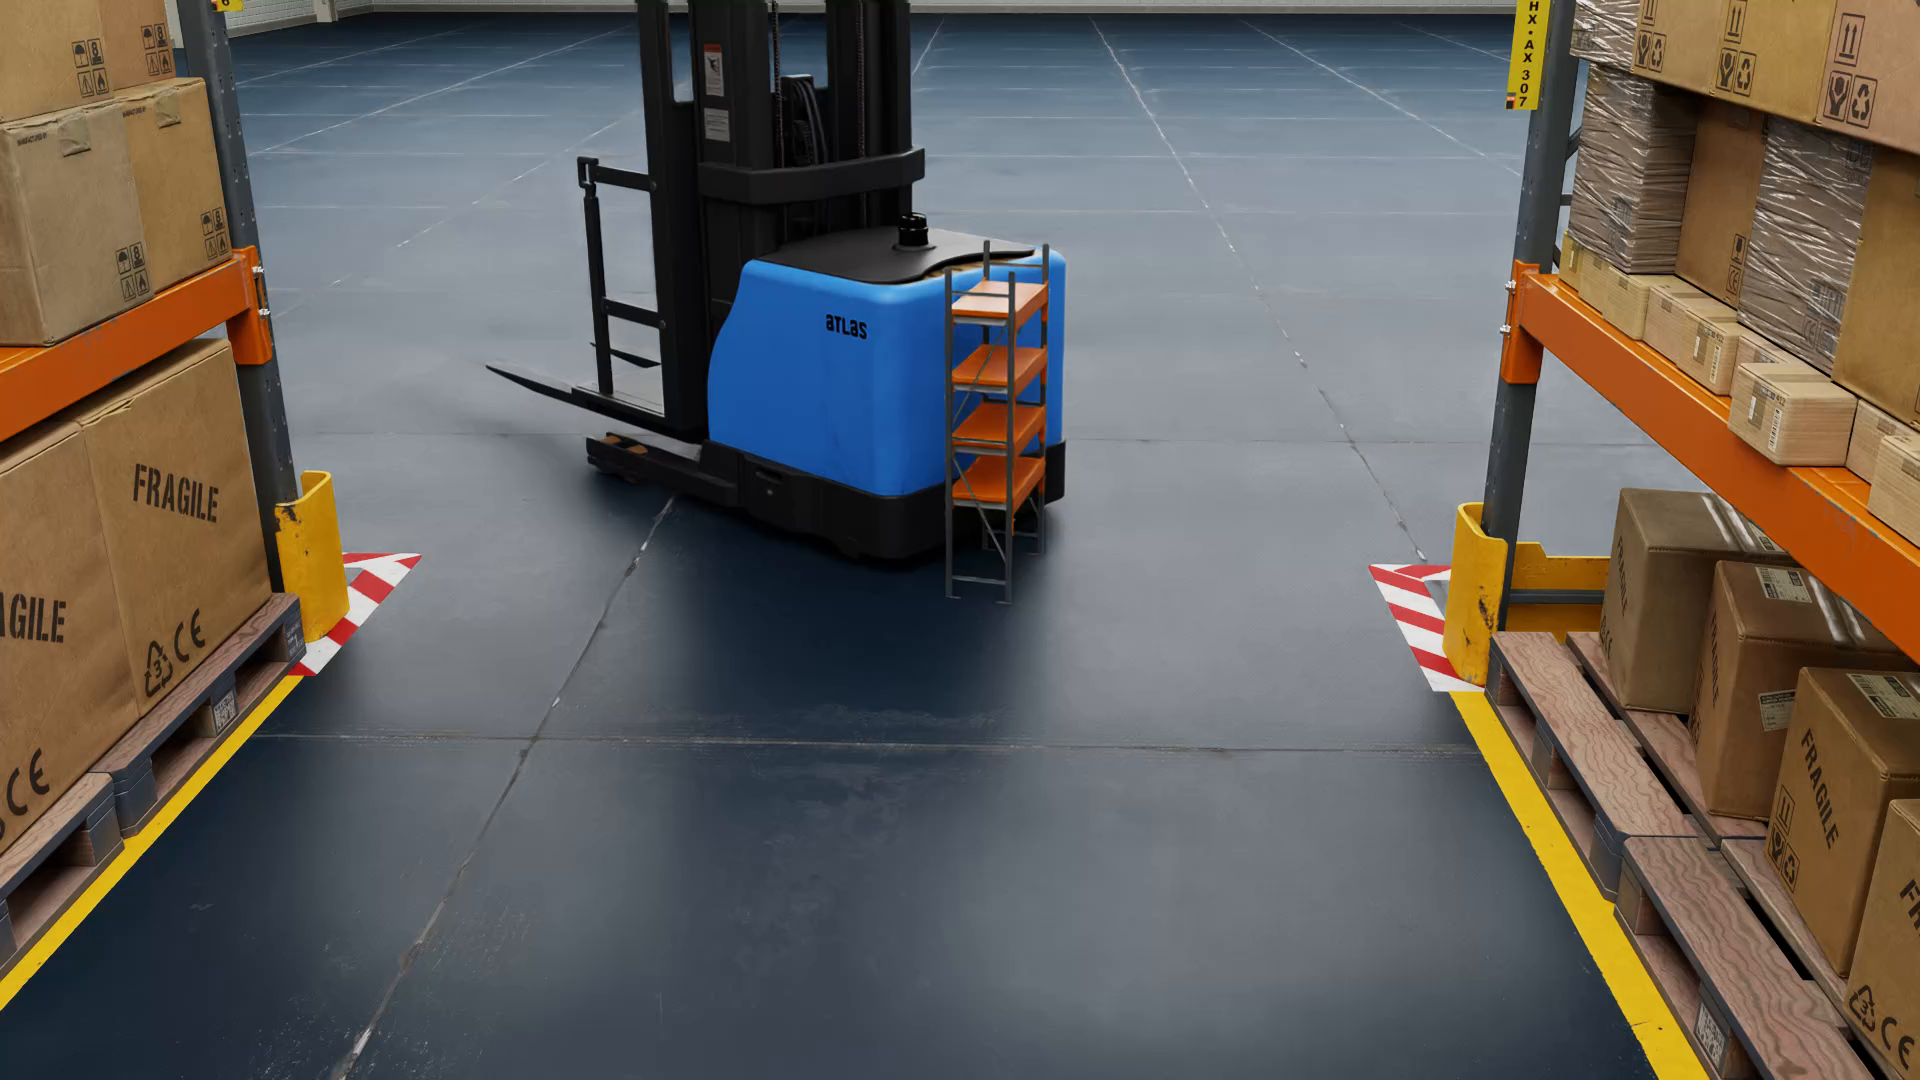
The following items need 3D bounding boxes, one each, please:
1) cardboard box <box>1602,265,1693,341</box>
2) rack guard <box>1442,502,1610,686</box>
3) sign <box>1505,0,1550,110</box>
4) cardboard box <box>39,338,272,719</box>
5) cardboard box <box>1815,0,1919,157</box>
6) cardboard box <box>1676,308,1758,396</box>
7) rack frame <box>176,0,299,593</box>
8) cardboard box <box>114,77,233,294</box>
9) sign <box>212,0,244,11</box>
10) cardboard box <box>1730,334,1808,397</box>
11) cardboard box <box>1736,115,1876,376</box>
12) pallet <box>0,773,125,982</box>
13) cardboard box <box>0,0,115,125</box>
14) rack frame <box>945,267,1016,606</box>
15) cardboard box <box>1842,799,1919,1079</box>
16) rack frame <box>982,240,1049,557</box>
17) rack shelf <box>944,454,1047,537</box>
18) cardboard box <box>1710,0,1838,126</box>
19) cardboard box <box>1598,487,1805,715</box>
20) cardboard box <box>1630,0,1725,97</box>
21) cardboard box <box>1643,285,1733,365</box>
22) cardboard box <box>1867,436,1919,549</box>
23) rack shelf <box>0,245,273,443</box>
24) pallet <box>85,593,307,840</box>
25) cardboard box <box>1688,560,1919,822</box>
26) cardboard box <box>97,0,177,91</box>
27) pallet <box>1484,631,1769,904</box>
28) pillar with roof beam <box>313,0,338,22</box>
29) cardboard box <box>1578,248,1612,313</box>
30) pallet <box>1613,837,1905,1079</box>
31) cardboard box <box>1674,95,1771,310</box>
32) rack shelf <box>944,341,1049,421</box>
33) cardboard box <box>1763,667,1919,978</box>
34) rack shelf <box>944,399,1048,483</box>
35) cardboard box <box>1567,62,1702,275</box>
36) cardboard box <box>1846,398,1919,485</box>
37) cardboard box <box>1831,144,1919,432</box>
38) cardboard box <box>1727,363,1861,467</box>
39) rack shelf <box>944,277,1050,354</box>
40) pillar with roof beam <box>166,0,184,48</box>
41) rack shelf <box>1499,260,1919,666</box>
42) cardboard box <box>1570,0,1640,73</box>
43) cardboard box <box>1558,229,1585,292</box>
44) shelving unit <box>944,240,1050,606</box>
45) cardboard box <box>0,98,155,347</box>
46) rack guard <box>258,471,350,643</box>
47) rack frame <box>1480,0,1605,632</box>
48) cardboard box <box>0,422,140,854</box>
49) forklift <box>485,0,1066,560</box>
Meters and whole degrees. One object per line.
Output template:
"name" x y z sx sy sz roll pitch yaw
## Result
"cardboard box" 1.908 -0.617 4.321 0.380 0.149 0.250 1 21 2
"rack guard" 2.202 0.178 5.380 1.175 0.500 0.348 1 21 2
"sign" 1.662 -1.425 4.858 0.100 0.325 0.005 1 21 2
"cardboard box" -2.704 -0.066 4.908 0.875 0.875 0.875 1 21 2
"cardboard box" 1.870 -0.928 2.844 0.500 0.500 0.500 1 21 2
"cardboard box" 1.907 -0.436 3.854 0.380 0.149 0.250 1 21 2
"rack frame" -2.750 -1.106 5.234 1.000 3.000 0.127 1 21 2
"cardboard box" -2.716 -1.042 4.860 0.875 0.550 0.550 1 21 2
"sign" -2.208 -1.746 4.953 0.100 0.325 0.005 1 21 2
"cardboard box" 1.926 -0.346 3.621 0.380 0.149 0.250 1 21 2
"cardboard box" 2.207 -0.640 3.481 0.875 0.500 0.500 1 21 2
"pallet" -2.736 0.924 3.857 1.003 0.211 1.213 1 21 2
"cardboard box" -2.724 -1.346 4.151 0.875 0.550 0.550 1 21 2
"rack frame" 0.067 -0.339 5.744 0.240 1.200 0.015 6 22 15
"cardboard box" 2.085 0.824 3.134 0.500 0.500 0.500 -1 21 -3
"rack frame" 0.202 -0.509 6.181 0.240 1.200 0.015 6 22 15
"rack shelf" 0.134 -0.176 6.059 0.258 0.148 0.480 6 22 15
"cardboard box" 1.880 -1.109 3.310 0.500 0.500 0.500 1 21 2
"cardboard box" 2.169 0.180 4.794 0.500 0.500 0.500 5 22 12
"cardboard box" 1.893 -1.290 3.776 0.500 0.500 0.500 1 21 2
"cardboard box" 1.922 -0.527 4.087 0.380 0.149 0.250 1 21 2
"cardboard box" 1.856 -0.075 2.923 0.380 0.149 0.250 1 21 2
"rack shelf" -2.811 -0.048 3.500 1.077 0.370 4.000 1 21 2
"pallet" -2.696 0.484 4.991 1.003 0.211 1.213 1 21 2
"cardboard box" 2.185 0.396 4.236 0.500 0.500 0.500 6 22 16
"cardboard box" -2.800 -1.546 4.667 0.875 0.550 0.550 1 21 2
"pallet" 2.142 0.606 4.676 1.003 0.211 1.213 1 21 2
"pillar with roof beam" -8.369 -14.532 31.542 9.100 9.000 0.400 1 21 2
"cardboard box" 1.931 -0.708 4.553 0.380 0.149 0.250 1 21 2
"pallet" 2.102 1.046 3.543 1.003 0.211 1.213 1 21 2
"cardboard box" 2.265 -0.820 3.946 0.875 0.500 0.500 1 21 2
"rack shelf" 0.134 -0.570 5.906 0.258 0.148 0.480 6 22 15
"cardboard box" 2.147 0.623 3.653 0.500 0.500 0.500 3 21 7
"rack shelf" 0.134 -0.361 5.987 0.258 0.148 0.480 6 22 15
"cardboard box" 2.161 -1.002 4.415 0.875 0.500 0.500 1 21 2
"cardboard box" 1.940 -0.165 3.154 0.380 0.149 0.250 1 21 2
"cardboard box" 2.180 -0.459 3.016 0.875 0.500 0.500 1 21 2
"cardboard box" 1.815 -0.256 3.390 0.380 0.149 0.250 1 21 2
"rack shelf" 0.134 -0.790 5.820 0.258 0.148 0.480 6 22 15
"pillar with roof beam" -8.551 -12.363 25.951 9.100 9.000 0.400 1 21 2
"rack shelf" 2.144 0.043 3.265 1.077 0.370 4.000 1 21 2
"cardboard box" 1.916 -1.471 4.241 0.500 0.500 0.500 1 21 2
"cardboard box" 1.958 -0.798 4.786 0.380 0.149 0.250 1 21 2
"shelving unit" 0.134 -0.424 5.963 0.258 1.200 0.503 6 22 15
"cardboard box" -2.711 -0.843 4.346 0.875 0.550 0.550 1 21 2
"rack guard" -2.749 0.050 5.708 1.175 0.500 0.348 1 21 2
"rack frame" 2.205 -1.015 4.999 1.000 3.000 0.127 1 21 2
"cardboard box" -2.729 0.252 4.088 0.875 0.875 0.875 0 21 1
"forklift" -0.990 -1.728 6.929 3.031 2.935 1.130 19 28 40
